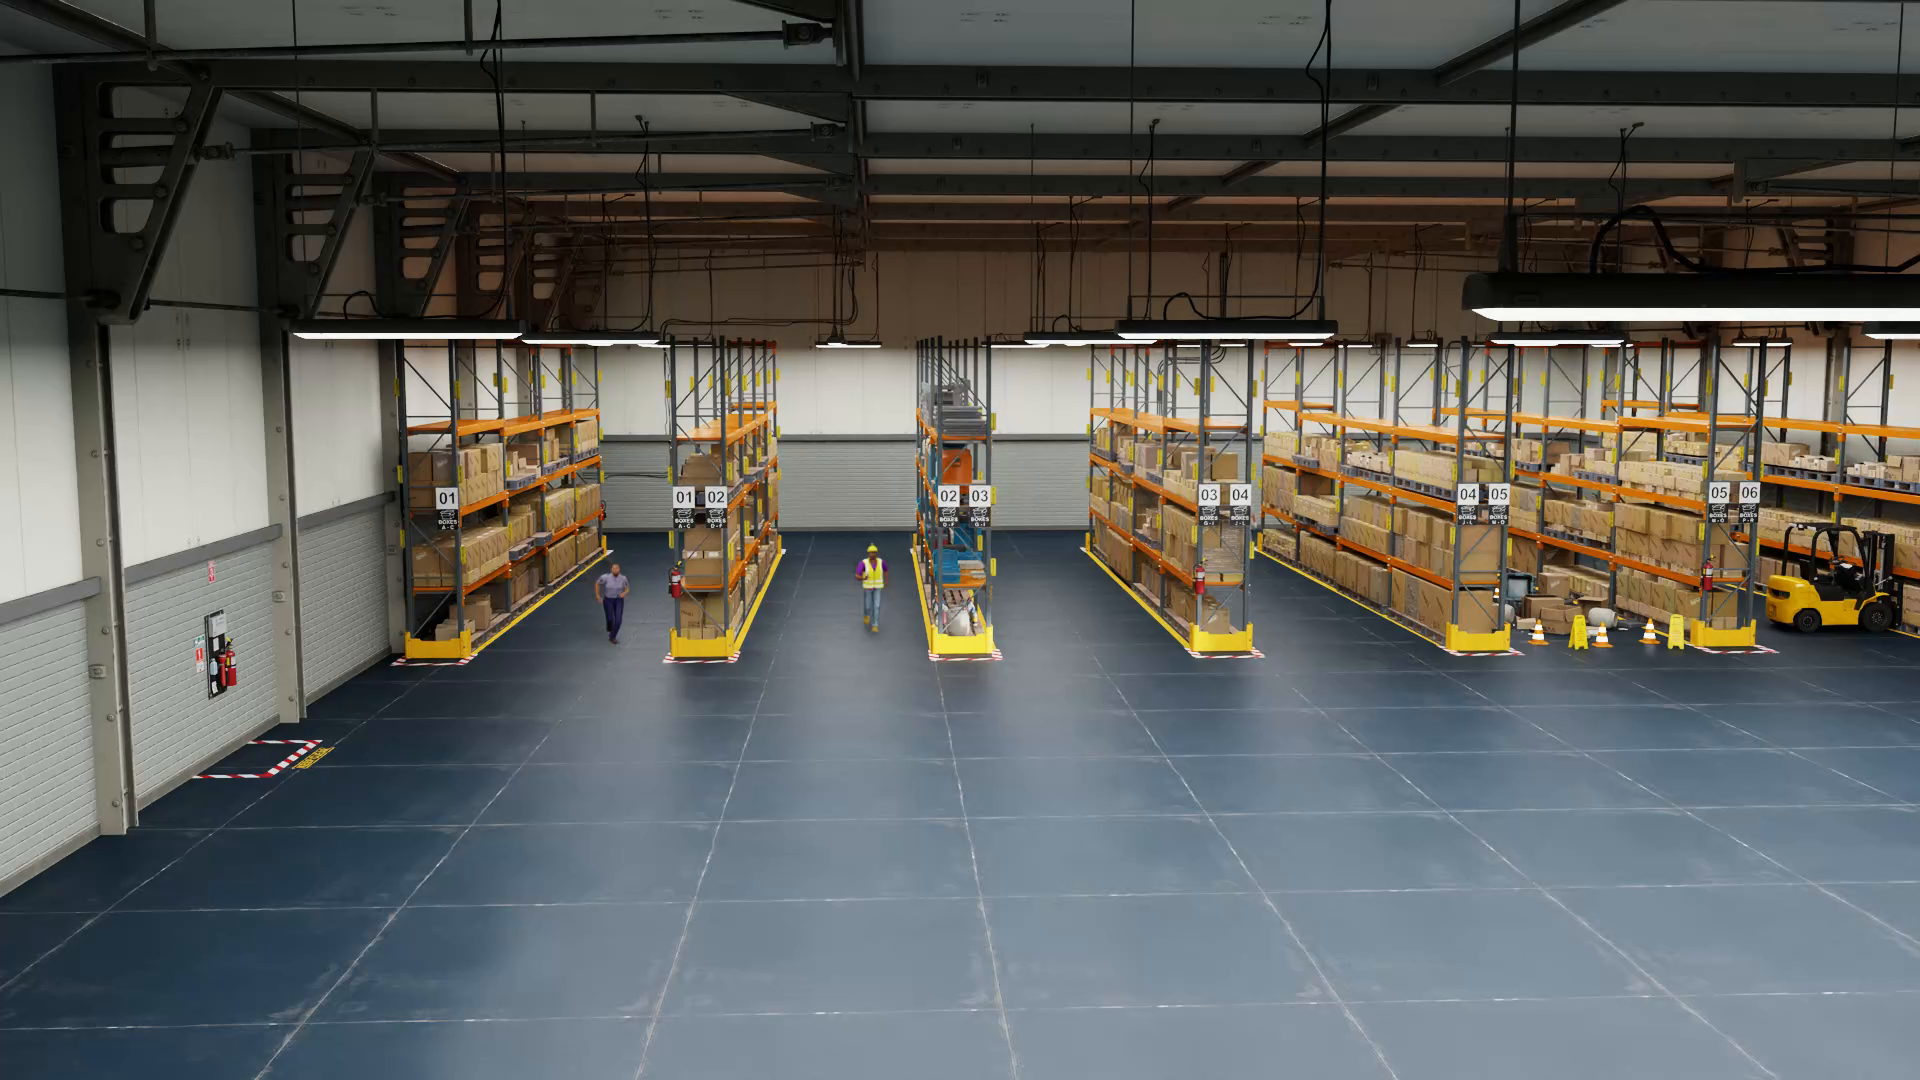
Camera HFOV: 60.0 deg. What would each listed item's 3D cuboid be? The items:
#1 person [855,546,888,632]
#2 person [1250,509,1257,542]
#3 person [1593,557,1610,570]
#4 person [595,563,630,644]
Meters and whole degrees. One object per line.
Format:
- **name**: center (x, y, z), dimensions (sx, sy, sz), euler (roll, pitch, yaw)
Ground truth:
- **person**: center (-1.798, 0.981, 34.101), dimensions (0.715, 1.741, 0.822), euler (-1, 7, -12)
- **person**: center (7.606, -0.225, 44.517), dimensions (0.671, 1.797, 0.992), euler (0, 6, -1)
- **person**: center (16.126, 0.193, 41.568), dimensions (0.546, 1.696, 1.050), euler (0, 7, -4)
- **person**: center (-6.796, 1.253, 32.607), dimensions (0.645, 1.589, 0.623), euler (-2, 7, -20)
